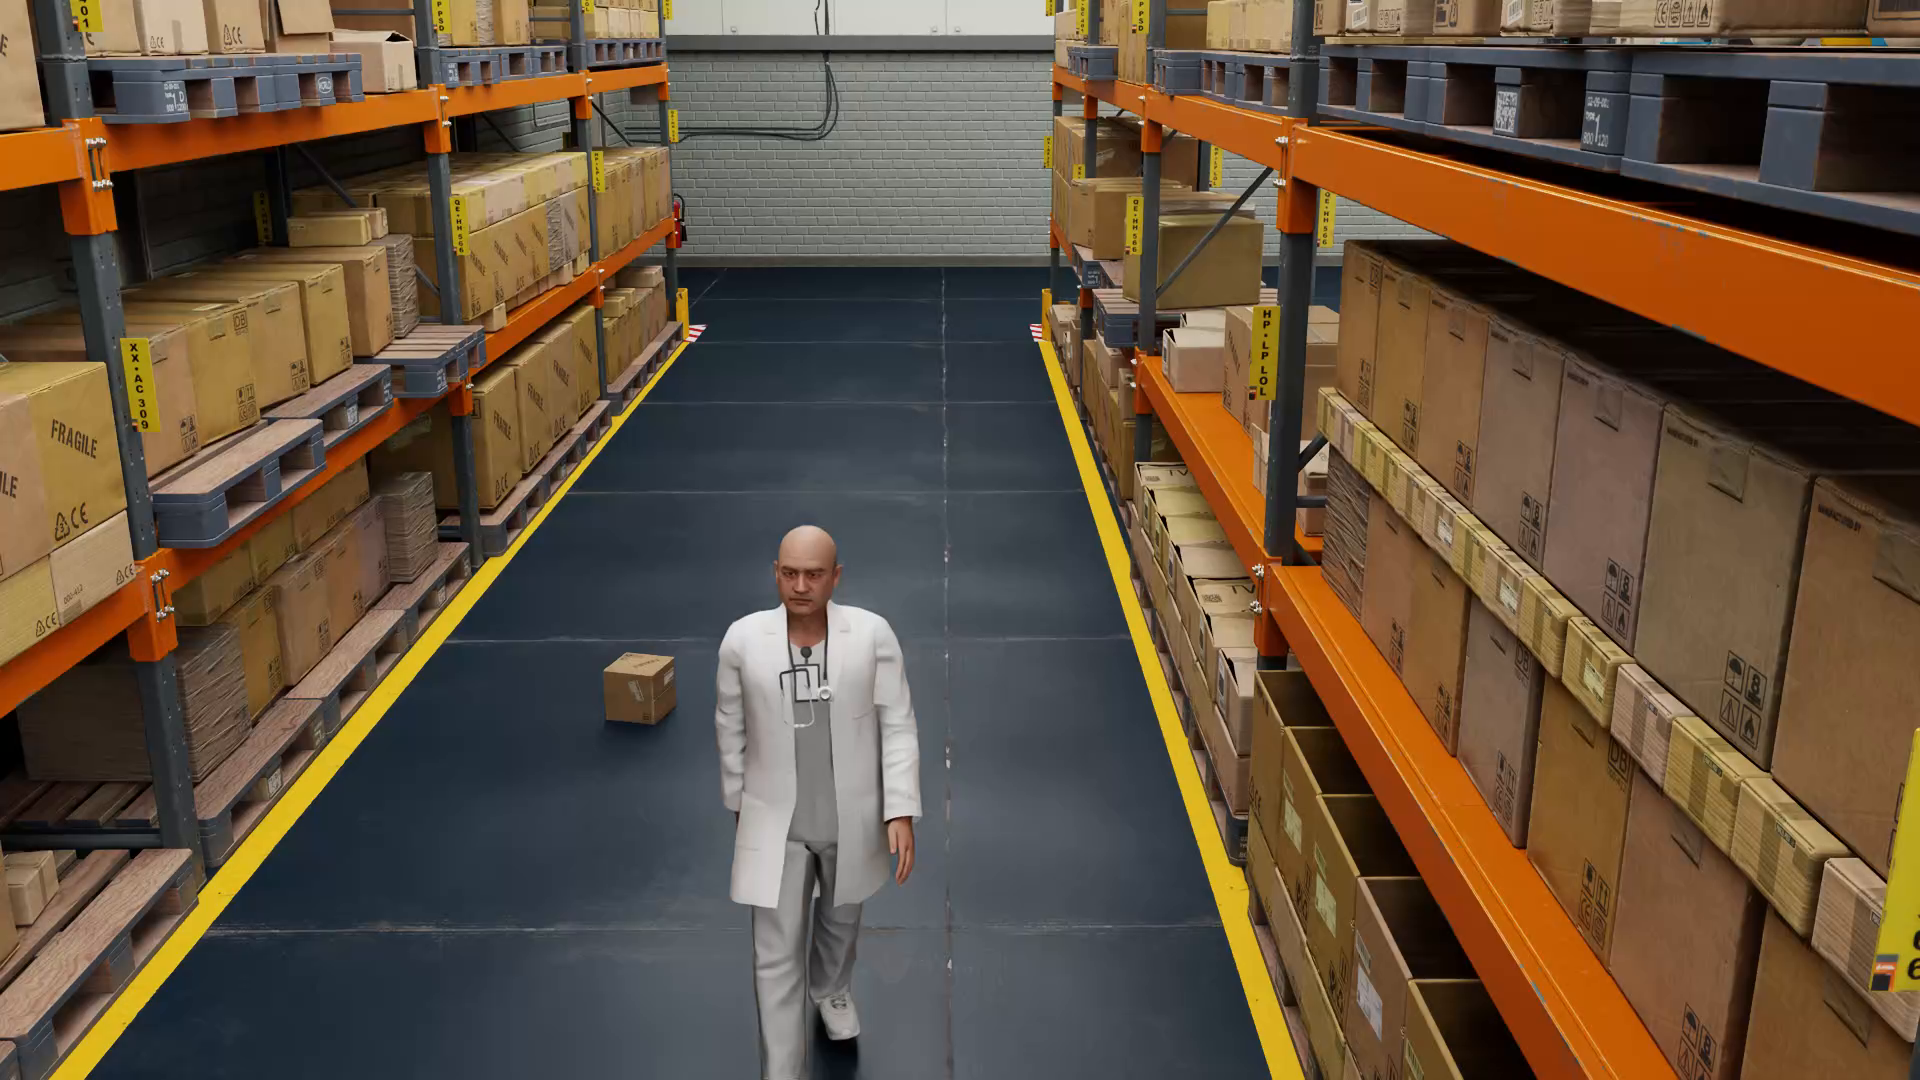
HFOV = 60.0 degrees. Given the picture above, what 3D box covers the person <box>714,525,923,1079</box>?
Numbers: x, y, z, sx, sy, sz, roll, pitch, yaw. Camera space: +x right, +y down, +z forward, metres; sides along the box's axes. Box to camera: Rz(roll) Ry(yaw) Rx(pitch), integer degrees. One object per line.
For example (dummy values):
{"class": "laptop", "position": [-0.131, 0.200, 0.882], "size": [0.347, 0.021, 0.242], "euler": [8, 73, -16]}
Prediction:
{"class": "person", "position": [-0.405, 0.826, 4.801], "size": [0.587, 1.720, 1.078], "euler": [-2, 17, -7]}
